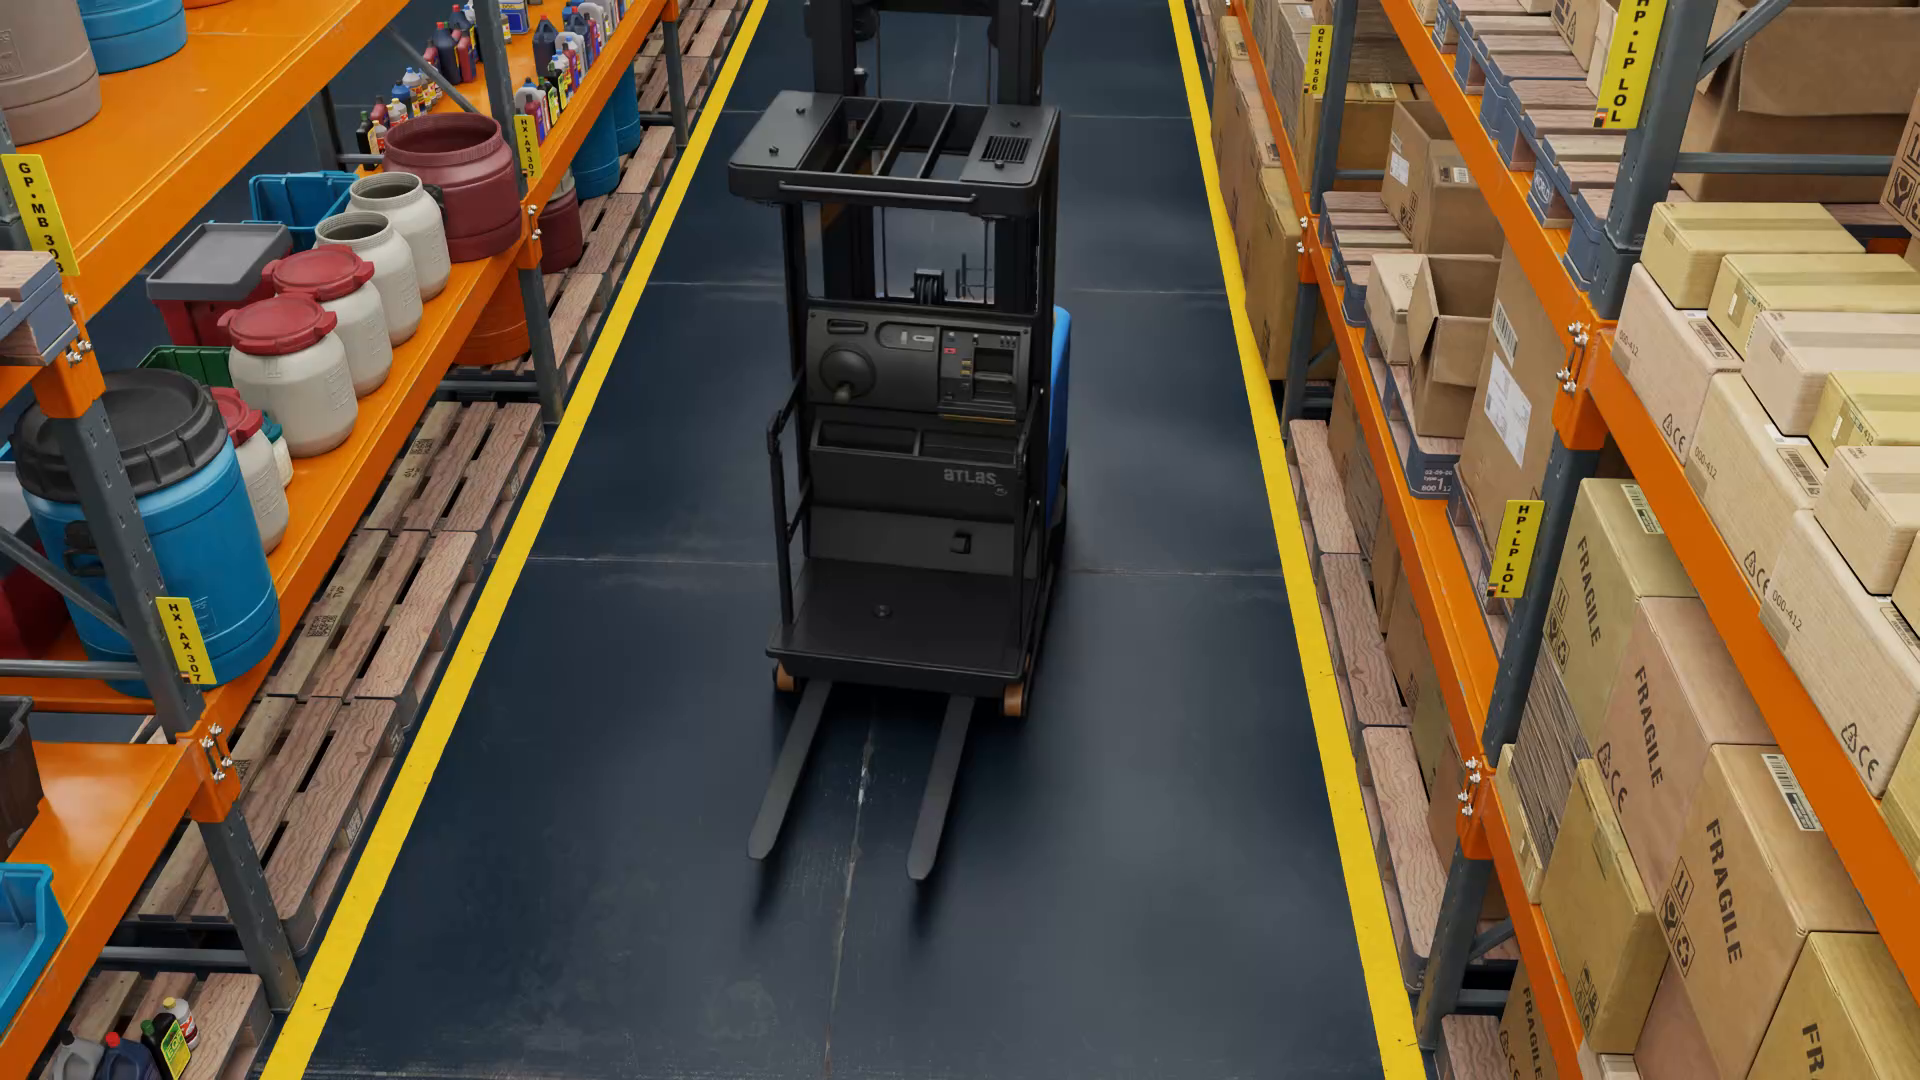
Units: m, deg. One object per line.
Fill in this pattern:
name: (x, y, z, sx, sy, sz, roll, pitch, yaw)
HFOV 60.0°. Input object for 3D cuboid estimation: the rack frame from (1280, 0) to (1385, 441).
rack frame: (2.248, -1.786, 8.183, 1.000, 3.000, 0.127, 1, 35, 2)

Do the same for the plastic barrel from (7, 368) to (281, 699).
plastic barrel: (-2.543, -0.023, 5.238, 0.600, 0.901, 0.708, 1, 35, 2)

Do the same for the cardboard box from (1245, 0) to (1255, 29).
cardboard box: (2.122, -3.578, 10.645, 0.500, 0.500, 0.500, 1, 35, 2)

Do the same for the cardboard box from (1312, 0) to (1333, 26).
cardboard box: (2.323, -3.032, 8.996, 0.797, 0.503, 0.637, 2, 35, 3)

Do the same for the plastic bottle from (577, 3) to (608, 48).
plastic bottle: (-2.282, -3.204, 10.308, 0.152, 0.276, 0.135, 1, 35, 2)

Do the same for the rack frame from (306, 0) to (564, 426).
rack frame: (-2.700, -1.901, 8.346, 1.000, 3.000, 0.127, 1, 35, 2)

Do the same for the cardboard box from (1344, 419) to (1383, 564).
cardboard box: (2.232, -0.239, 7.773, 0.700, 0.500, 0.500, -1, 35, -2)

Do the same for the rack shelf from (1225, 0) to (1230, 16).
rack shelf: (2.489, -4.939, 13.295, 1.077, 0.370, 4.000, 1, 35, 2)

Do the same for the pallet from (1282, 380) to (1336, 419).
pallet: (2.355, -1.097, 9.627, 1.003, 0.211, 1.213, 1, 35, 2)

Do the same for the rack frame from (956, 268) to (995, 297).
rack frame: (0.098, -0.811, 8.360, 0.240, 1.200, 0.006, 6, 35, 8)

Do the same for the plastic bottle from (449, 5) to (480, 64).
plastic bottle: (-3.004, -3.053, 10.028, 0.144, 0.351, 0.185, 1, 35, 2)

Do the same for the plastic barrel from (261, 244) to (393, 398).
plastic barrel: (-2.557, -0.873, 6.765, 0.433, 0.535, 0.433, 0, 35, 0)

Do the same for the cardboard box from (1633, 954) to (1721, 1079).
cardboard box: (2.033, 1.182, 3.613, 0.875, 0.500, 0.500, 1, 35, 2)

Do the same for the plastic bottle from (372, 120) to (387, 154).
plastic bottle: (-3.088, -2.128, 8.841, 0.097, 0.201, 0.097, 0, 35, 0)

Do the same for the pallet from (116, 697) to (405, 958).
pallet: (-2.868, 1.086, 6.521, 1.003, 0.211, 1.213, 1, 35, 2)

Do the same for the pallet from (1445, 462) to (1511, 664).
pallet: (2.264, 0.154, 5.588, 1.003, 0.211, 1.213, 1, 35, 2)

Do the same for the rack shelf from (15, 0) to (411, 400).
rack shelf: (-2.781, -1.685, 6.055, 1.077, 0.370, 4.000, 1, 35, 2)

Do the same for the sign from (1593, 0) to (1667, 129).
sign: (1.533, -1.099, 3.804, 0.100, 0.325, 0.005, 1, 35, 2)

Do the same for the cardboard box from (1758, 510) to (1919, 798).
cardboard box: (1.767, 0.188, 2.896, 0.500, 0.250, 0.500, 0, 35, 0)

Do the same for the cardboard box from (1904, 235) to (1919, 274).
cardboard box: (2.363, -0.624, 3.704, 0.380, 0.149, 0.250, 2, 35, 3)

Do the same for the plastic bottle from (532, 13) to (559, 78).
plastic bottle: (-2.451, -2.936, 9.862, 0.144, 0.351, 0.185, 1, 35, 2)

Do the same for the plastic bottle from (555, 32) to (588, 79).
plastic bottle: (-2.304, -2.888, 9.858, 0.152, 0.276, 0.135, 1, 35, 2)

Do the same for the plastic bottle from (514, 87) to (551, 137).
plastic bottle: (-2.342, -2.357, 9.103, 0.152, 0.276, 0.135, 1, 35, 2)

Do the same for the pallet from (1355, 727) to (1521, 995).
pallet: (2.118, 1.205, 6.351, 1.003, 0.211, 1.213, 1, 35, 2)

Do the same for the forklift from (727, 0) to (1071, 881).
forklift: (-0.207, -0.662, 6.643, 1.130, 2.935, 3.031, 6, 35, 8)

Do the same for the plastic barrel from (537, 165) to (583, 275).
plastic barrel: (-2.653, -2.016, 10.242, 0.600, 0.588, 0.708, 1, 35, 2)

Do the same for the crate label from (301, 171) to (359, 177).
crate label: (-3.092, -1.599, 8.062, 0.303, 0.233, 0.416, 1, 35, 2)

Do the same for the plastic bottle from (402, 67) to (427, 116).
plastic bottle: (-3.063, -2.513, 9.328, 0.097, 0.271, 0.097, 0, 35, 0)

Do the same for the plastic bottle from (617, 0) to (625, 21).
plastic bottle: (-2.257, -3.537, 10.717, 0.144, 0.351, 0.185, 1, 35, 2)

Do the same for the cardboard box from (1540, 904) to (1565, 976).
cardboard box: (1.773, 1.019, 4.410, 0.380, 0.149, 0.250, 1, 35, 2)

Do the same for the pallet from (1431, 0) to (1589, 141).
pallet: (2.258, -1.587, 5.454, 1.213, 0.211, 1.003, 1, 35, 2)

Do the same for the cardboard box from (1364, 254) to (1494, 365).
cardboard box: (1.951, -0.939, 6.743, 0.500, 0.250, 0.500, 0, 35, 1)

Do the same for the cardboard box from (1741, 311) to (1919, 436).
cardboard box: (1.792, -0.327, 3.282, 0.380, 0.149, 0.250, 2, 35, 2)

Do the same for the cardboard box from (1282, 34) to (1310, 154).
cardboard box: (2.047, -2.403, 8.973, 0.500, 0.500, 0.500, 1, 35, 1)

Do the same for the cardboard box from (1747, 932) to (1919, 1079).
cardboard box: (1.768, 1.055, 2.925, 0.500, 0.500, 0.500, 1, 35, 2)

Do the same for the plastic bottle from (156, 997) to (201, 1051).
plastic bottle: (-2.564, 1.578, 5.447, 0.097, 0.201, 0.097, 0, 35, 0)

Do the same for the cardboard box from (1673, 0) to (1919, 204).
cardboard box: (2.206, -1.197, 4.281, 0.797, 0.503, 0.637, 0, 35, 0)

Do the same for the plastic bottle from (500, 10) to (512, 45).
plastic bottle: (-2.860, -3.203, 10.372, 0.097, 0.201, 0.097, 0, 35, 0)

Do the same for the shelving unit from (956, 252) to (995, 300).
shelving unit: (0.114, -0.863, 8.434, 0.258, 1.200, 0.189, 6, 35, 8)

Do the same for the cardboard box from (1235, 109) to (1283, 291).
cardboard box: (2.340, -1.997, 9.965, 1.225, 0.875, 0.875, 1, 35, 2)

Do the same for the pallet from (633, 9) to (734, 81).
pallet: (-2.503, -4.184, 14.020, 1.003, 0.211, 1.213, 1, 35, 2)

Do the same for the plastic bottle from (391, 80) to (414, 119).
plastic bottle: (-3.071, -2.401, 9.169, 0.097, 0.271, 0.097, 0, 35, 0)

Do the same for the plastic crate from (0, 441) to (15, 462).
plastic crate: (-3.128, -0.237, 5.992, 0.392, 0.384, 0.575, 1, 35, 2)

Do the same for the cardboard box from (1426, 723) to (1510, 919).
cardboard box: (2.134, 1.002, 6.007, 0.700, 0.500, 0.500, -1, 35, -2)

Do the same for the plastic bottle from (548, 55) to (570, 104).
plastic bottle: (-2.295, -2.630, 9.496, 0.097, 0.271, 0.097, 0, 35, 0)

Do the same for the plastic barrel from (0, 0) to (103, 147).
plastic barrel: (-3.031, -1.708, 5.027, 0.600, 0.901, 0.600, 0, 35, 0)

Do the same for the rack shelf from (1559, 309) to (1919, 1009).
rack shelf: (2.007, 0.728, 2.622, 1.077, 0.370, 4.000, 1, 35, 2)

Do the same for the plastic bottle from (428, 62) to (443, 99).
plastic bottle: (-3.051, -2.652, 9.587, 0.097, 0.201, 0.097, 0, 35, 0)
